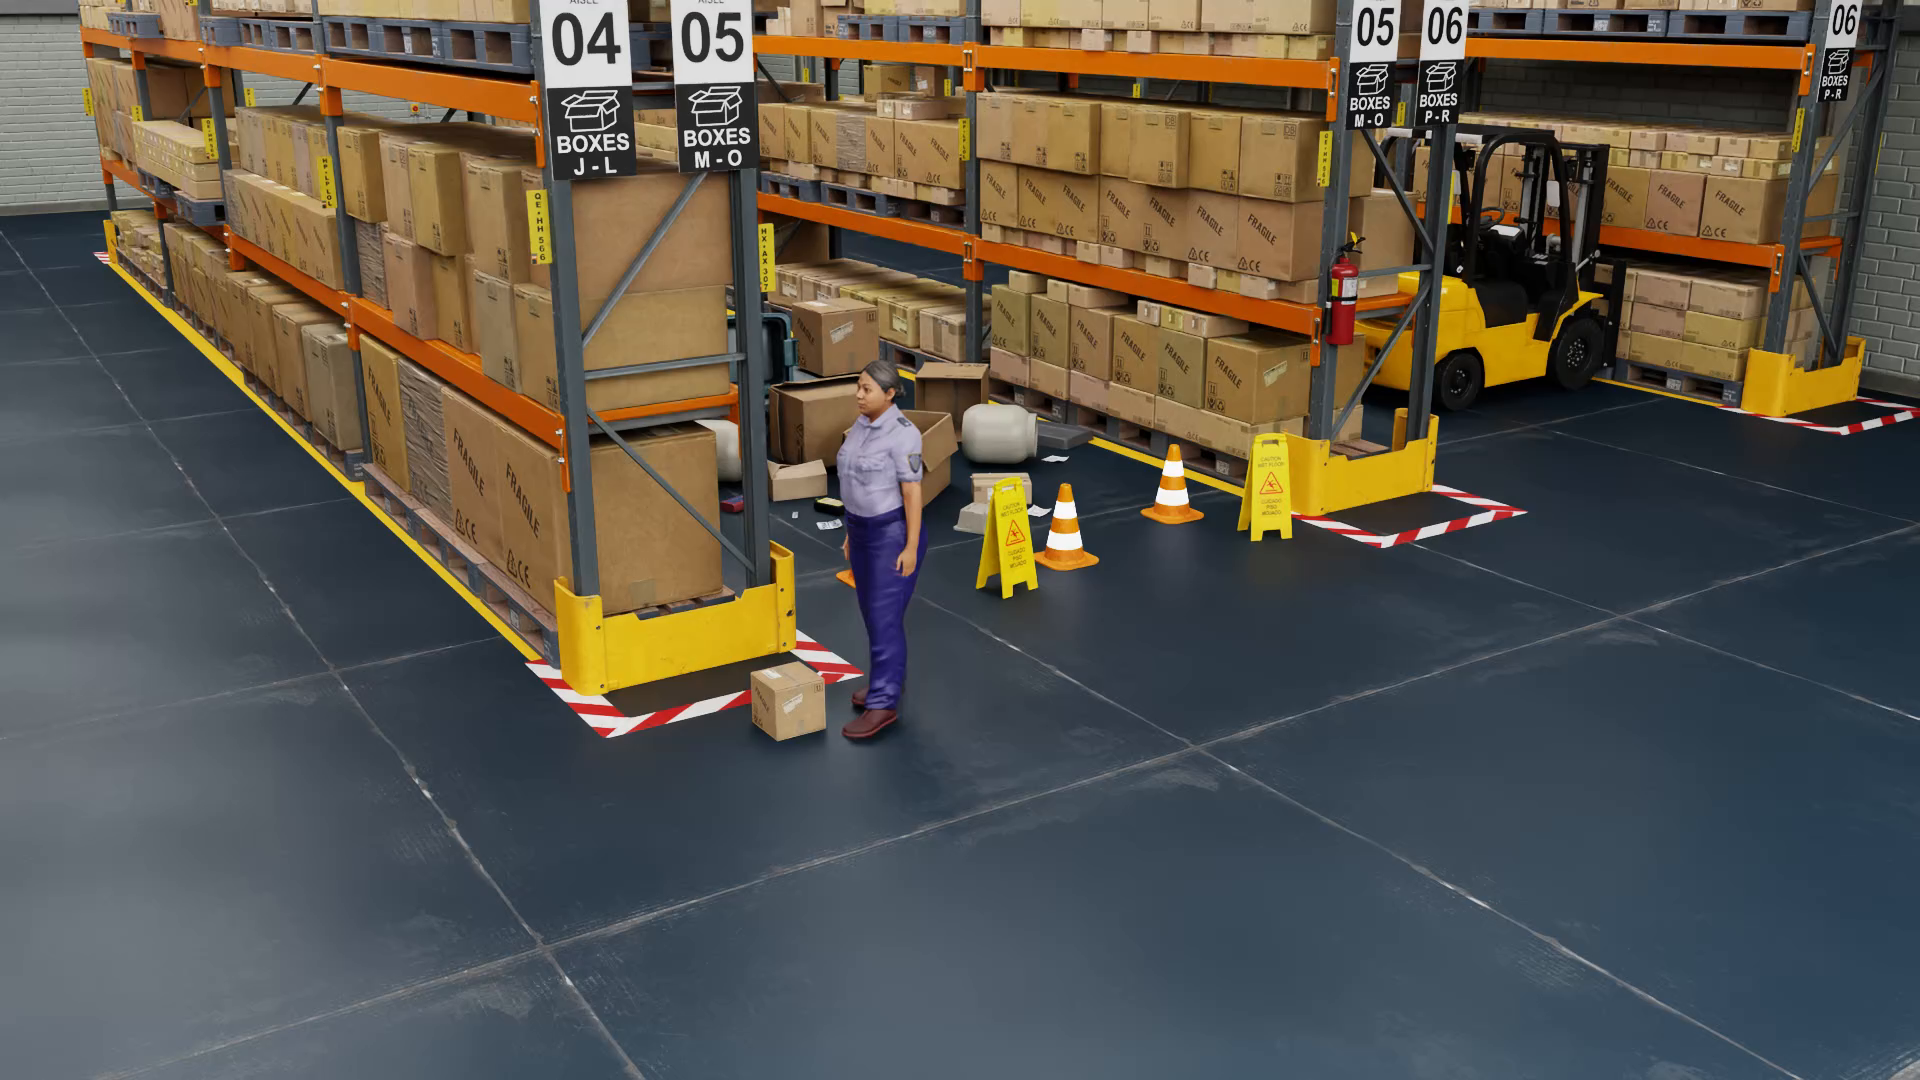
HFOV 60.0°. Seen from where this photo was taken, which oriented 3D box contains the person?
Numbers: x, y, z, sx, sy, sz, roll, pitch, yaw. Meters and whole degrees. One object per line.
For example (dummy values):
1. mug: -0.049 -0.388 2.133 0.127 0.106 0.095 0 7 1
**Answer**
1. person: -0.414 0.015 7.509 0.530 1.648 0.504 -12 22 -33
